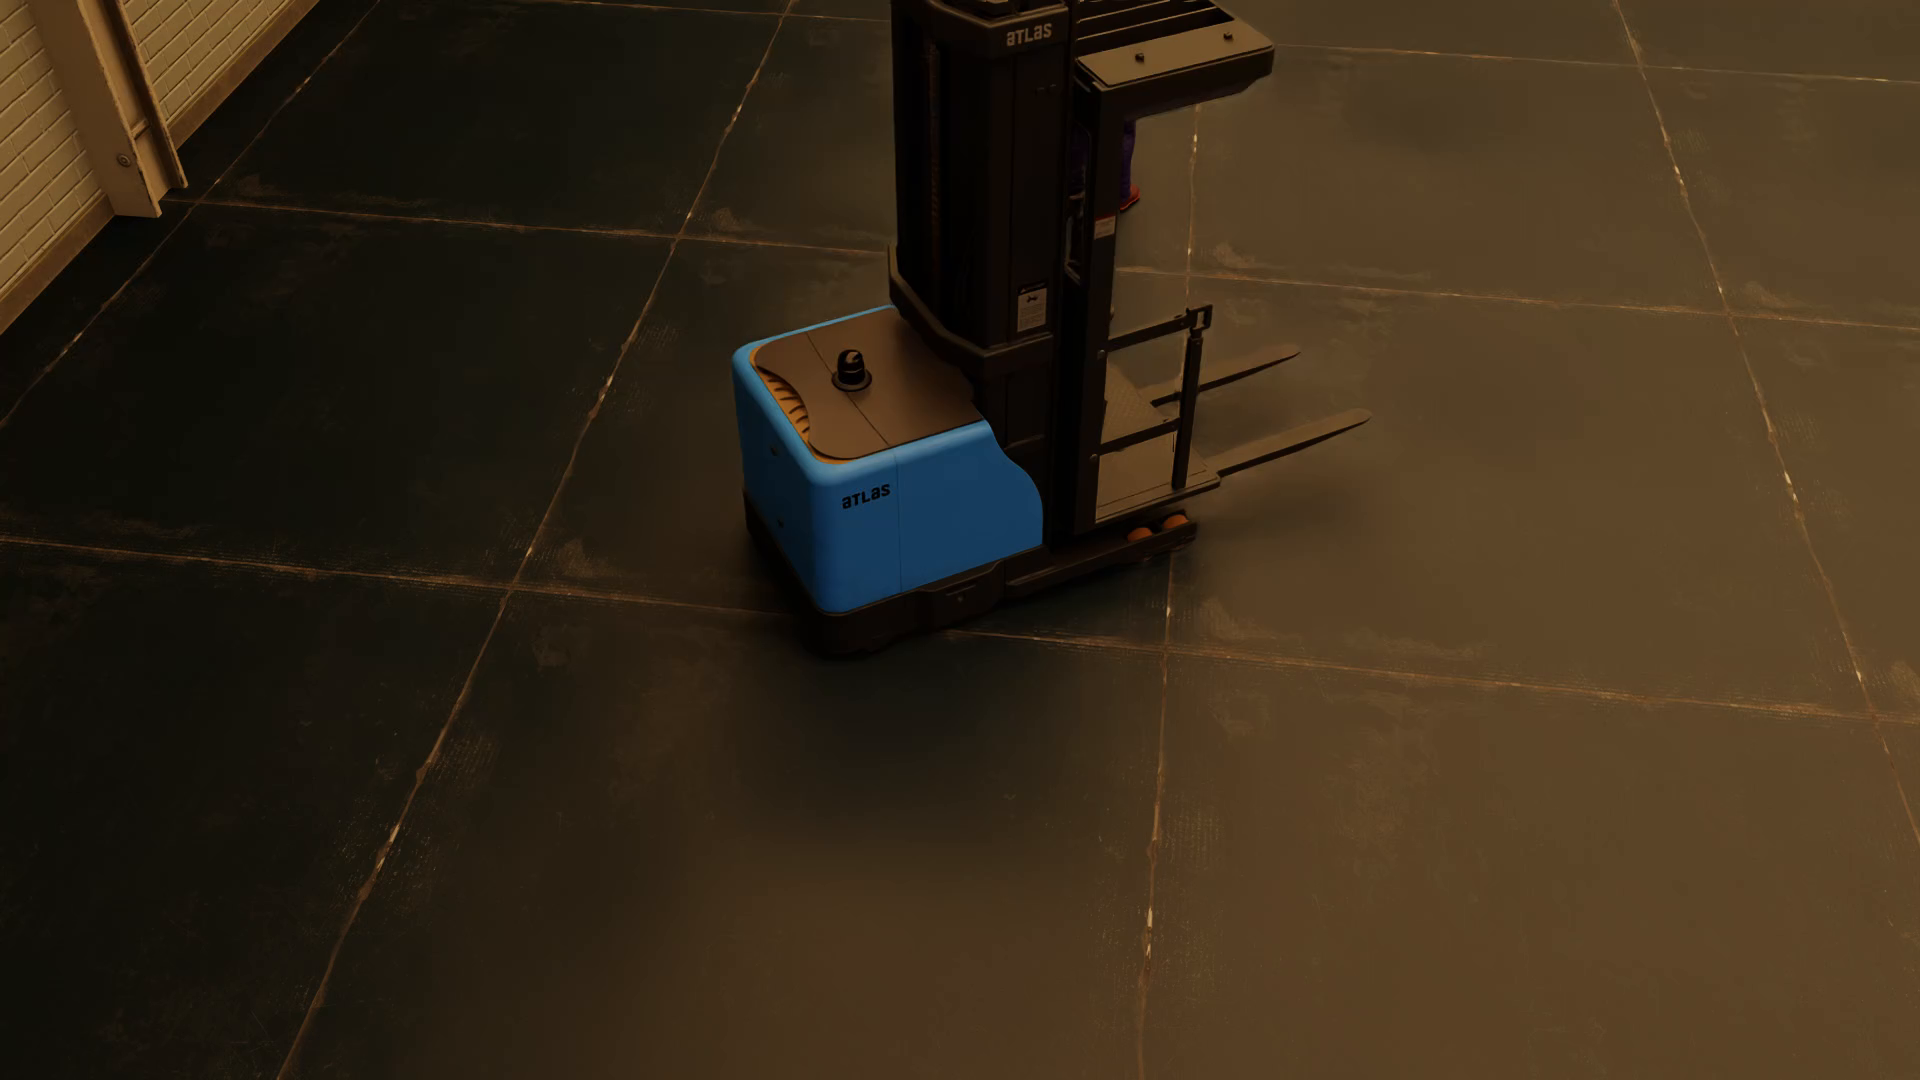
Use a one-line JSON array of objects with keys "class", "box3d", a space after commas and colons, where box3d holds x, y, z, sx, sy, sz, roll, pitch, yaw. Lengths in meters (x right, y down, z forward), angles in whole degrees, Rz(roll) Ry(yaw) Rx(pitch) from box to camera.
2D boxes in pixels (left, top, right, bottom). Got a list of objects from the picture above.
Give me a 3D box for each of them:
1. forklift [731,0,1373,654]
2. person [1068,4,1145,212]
[{"class": "forklift", "box3d": [0.543, -1.277, 7.114, 3.031, 2.935, 1.130, -19, 46, -19]}, {"class": "person", "box3d": [0.818, -2.683, 9.596, 0.533, 1.653, 0.376, 10, 44, 11]}]
